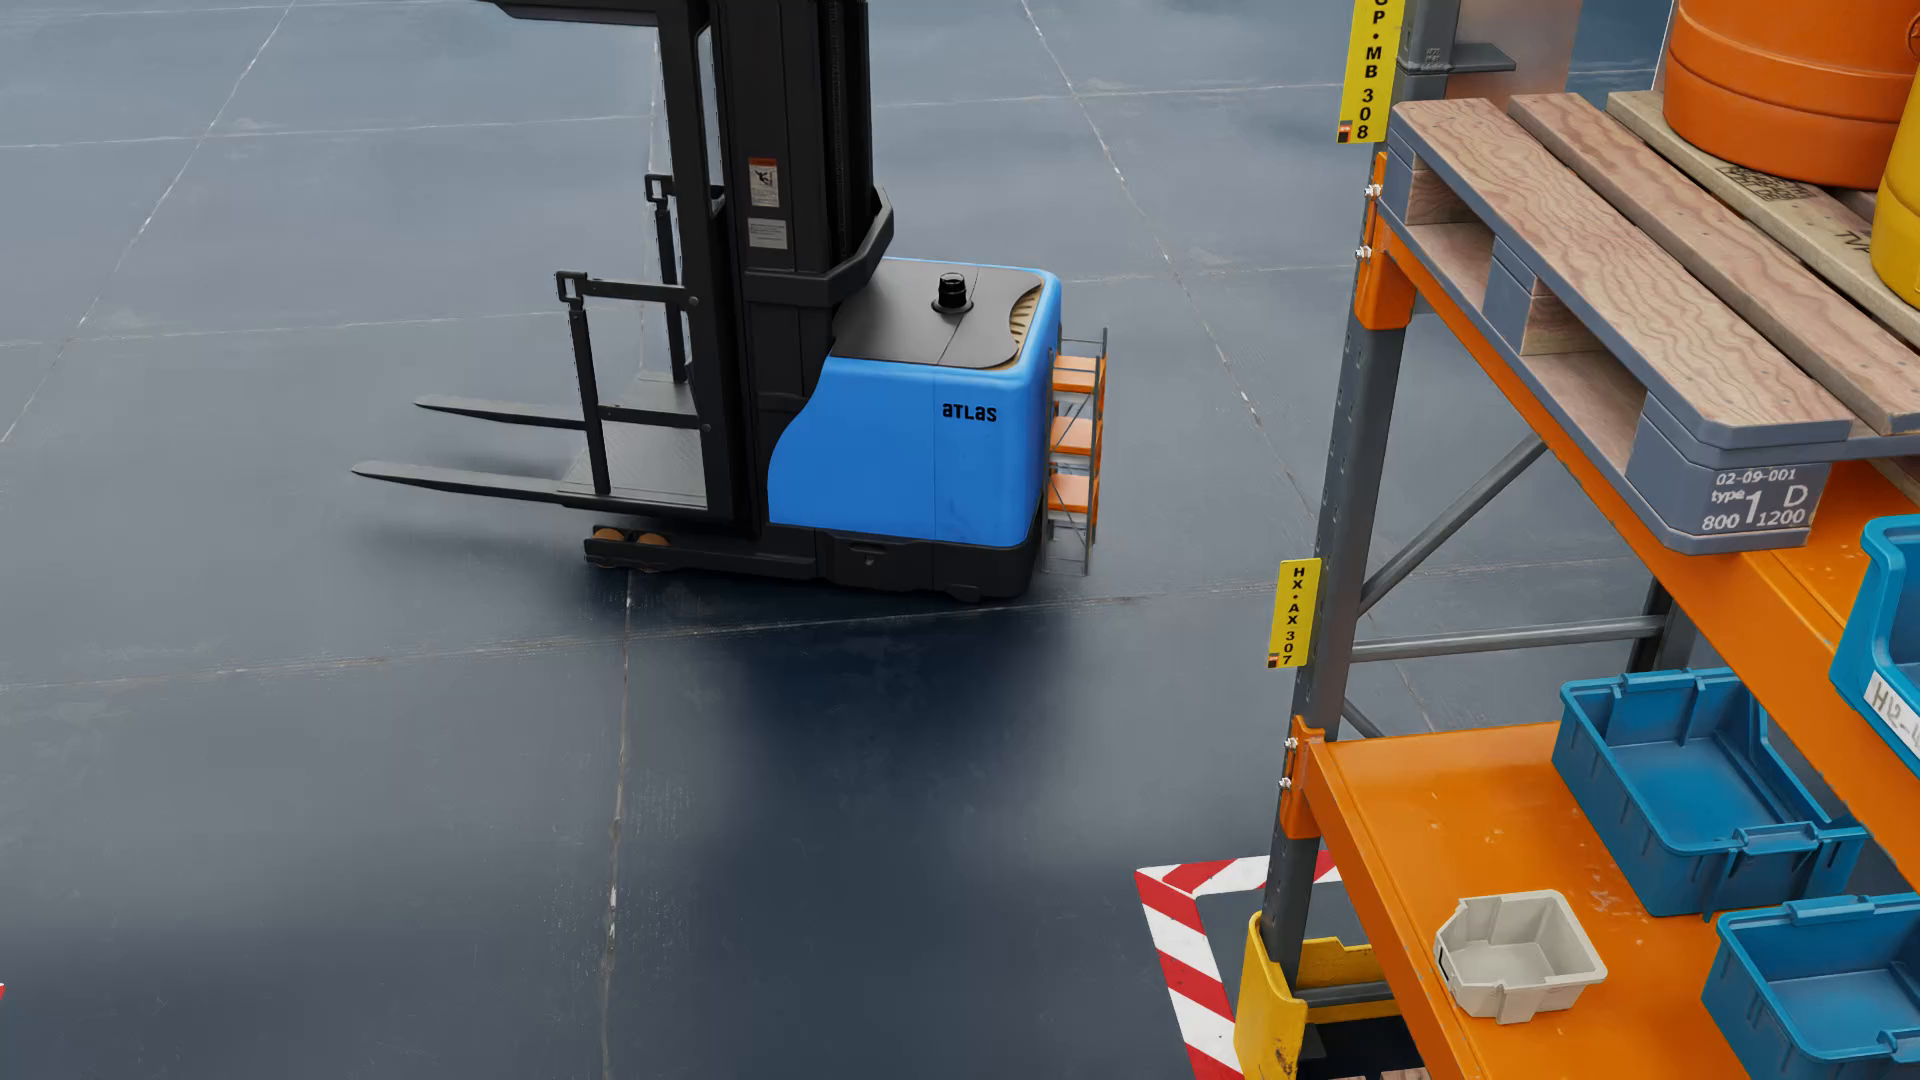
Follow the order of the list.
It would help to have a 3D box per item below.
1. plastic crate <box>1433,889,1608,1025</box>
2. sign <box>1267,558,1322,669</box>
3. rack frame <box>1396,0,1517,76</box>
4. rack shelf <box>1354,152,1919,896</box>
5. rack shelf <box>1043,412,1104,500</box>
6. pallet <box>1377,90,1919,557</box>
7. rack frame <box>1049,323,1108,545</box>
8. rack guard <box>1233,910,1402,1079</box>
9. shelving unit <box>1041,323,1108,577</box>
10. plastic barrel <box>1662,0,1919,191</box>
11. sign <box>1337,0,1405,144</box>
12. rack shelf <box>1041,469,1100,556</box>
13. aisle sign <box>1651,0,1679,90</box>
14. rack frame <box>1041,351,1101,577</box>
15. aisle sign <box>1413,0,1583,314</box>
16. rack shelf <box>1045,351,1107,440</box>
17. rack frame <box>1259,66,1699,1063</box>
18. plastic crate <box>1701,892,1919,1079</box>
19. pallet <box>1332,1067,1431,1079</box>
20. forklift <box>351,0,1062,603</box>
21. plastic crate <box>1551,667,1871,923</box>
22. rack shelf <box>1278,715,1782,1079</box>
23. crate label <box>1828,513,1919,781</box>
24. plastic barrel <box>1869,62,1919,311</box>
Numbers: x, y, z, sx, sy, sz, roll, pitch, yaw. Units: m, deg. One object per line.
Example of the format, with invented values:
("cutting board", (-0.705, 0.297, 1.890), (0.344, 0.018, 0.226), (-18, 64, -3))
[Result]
("plastic crate", (1.165, 0.890, 3.514), (0.298, 0.136, 0.250), (-4, 35, -6))
("sign", (0.818, 0.182, 4.073), (0.100, 0.325, 0.005), (-4, 35, -6))
("rack frame", (1.363, -2.222, 2.519), (1.000, 3.000, 0.127), (-4, 35, -6))
("rack shelf", (1.632, 0.431, 1.929), (1.077, 0.370, 4.000), (-4, 35, -6))
("rack shelf", (0.466, -0.347, 6.846), (0.215, 0.259, 0.240), (6, 35, 9))
("pallet", (1.378, -0.435, 2.729), (1.003, 0.211, 1.213), (-4, 35, -6))
("rack frame", (0.489, -0.424, 6.939), (0.200, 1.050, 0.008), (6, 35, 9))
("rack guard", (1.420, 1.329, 4.855), (1.175, 0.500, 0.348), (-4, 35, -6))
("shelving unit", (0.466, -0.356, 6.840), (0.215, 1.050, 0.252), (6, 35, 9))
("plastic barrel", (1.555, -1.071, 2.741), (0.600, 0.830, 0.708), (-4, 35, -6))
("sign", (0.818, -0.946, 3.304), (0.100, 0.325, 0.005), (-4, 35, -6))
("rack shelf", (0.465, -0.118, 7.002), (0.215, 0.259, 0.240), (6, 35, 9))
("aisle sign", (1.648, -0.879, 3.568), (0.394, 0.787, 0.004), (-4, 35, -6))
("rack frame", (0.444, -0.289, 6.741), (0.200, 1.050, 0.008), (6, 35, 9))
("aisle sign", (1.063, -0.835, 3.503), (0.394, 0.787, 0.004), (-4, 35, -6))
("rack shelf", (0.467, -0.582, 6.686), (0.215, 0.259, 0.240), (6, 35, 9))
("rack frame", (1.363, 0.258, 4.209), (1.000, 3.000, 0.127), (-4, 35, -6))
("plastic crate", (1.809, 0.938, 3.341), (0.499, 0.251, 0.408), (-4, 35, -6))
("pallet", (1.524, 1.902, 4.271), (1.003, 0.211, 1.213), (-4, 35, -6))
("forklift", (-1.127, -1.356, 6.637), (3.031, 2.935, 1.130), (6, 35, 9))
("plastic crate", (1.727, 0.576, 3.874), (0.499, 0.251, 0.616), (-4, 35, -6))
("rack shelf", (1.632, 1.671, 2.773), (1.077, 0.370, 4.000), (-4, 35, -6))
("crate label", (1.288, 0.149, 1.836), (0.502, 0.251, 0.408), (-4, 35, -6))
("plastic barrel", (1.642, -0.607, 2.273), (0.600, 0.588, 0.600), (0, 34, 0))
